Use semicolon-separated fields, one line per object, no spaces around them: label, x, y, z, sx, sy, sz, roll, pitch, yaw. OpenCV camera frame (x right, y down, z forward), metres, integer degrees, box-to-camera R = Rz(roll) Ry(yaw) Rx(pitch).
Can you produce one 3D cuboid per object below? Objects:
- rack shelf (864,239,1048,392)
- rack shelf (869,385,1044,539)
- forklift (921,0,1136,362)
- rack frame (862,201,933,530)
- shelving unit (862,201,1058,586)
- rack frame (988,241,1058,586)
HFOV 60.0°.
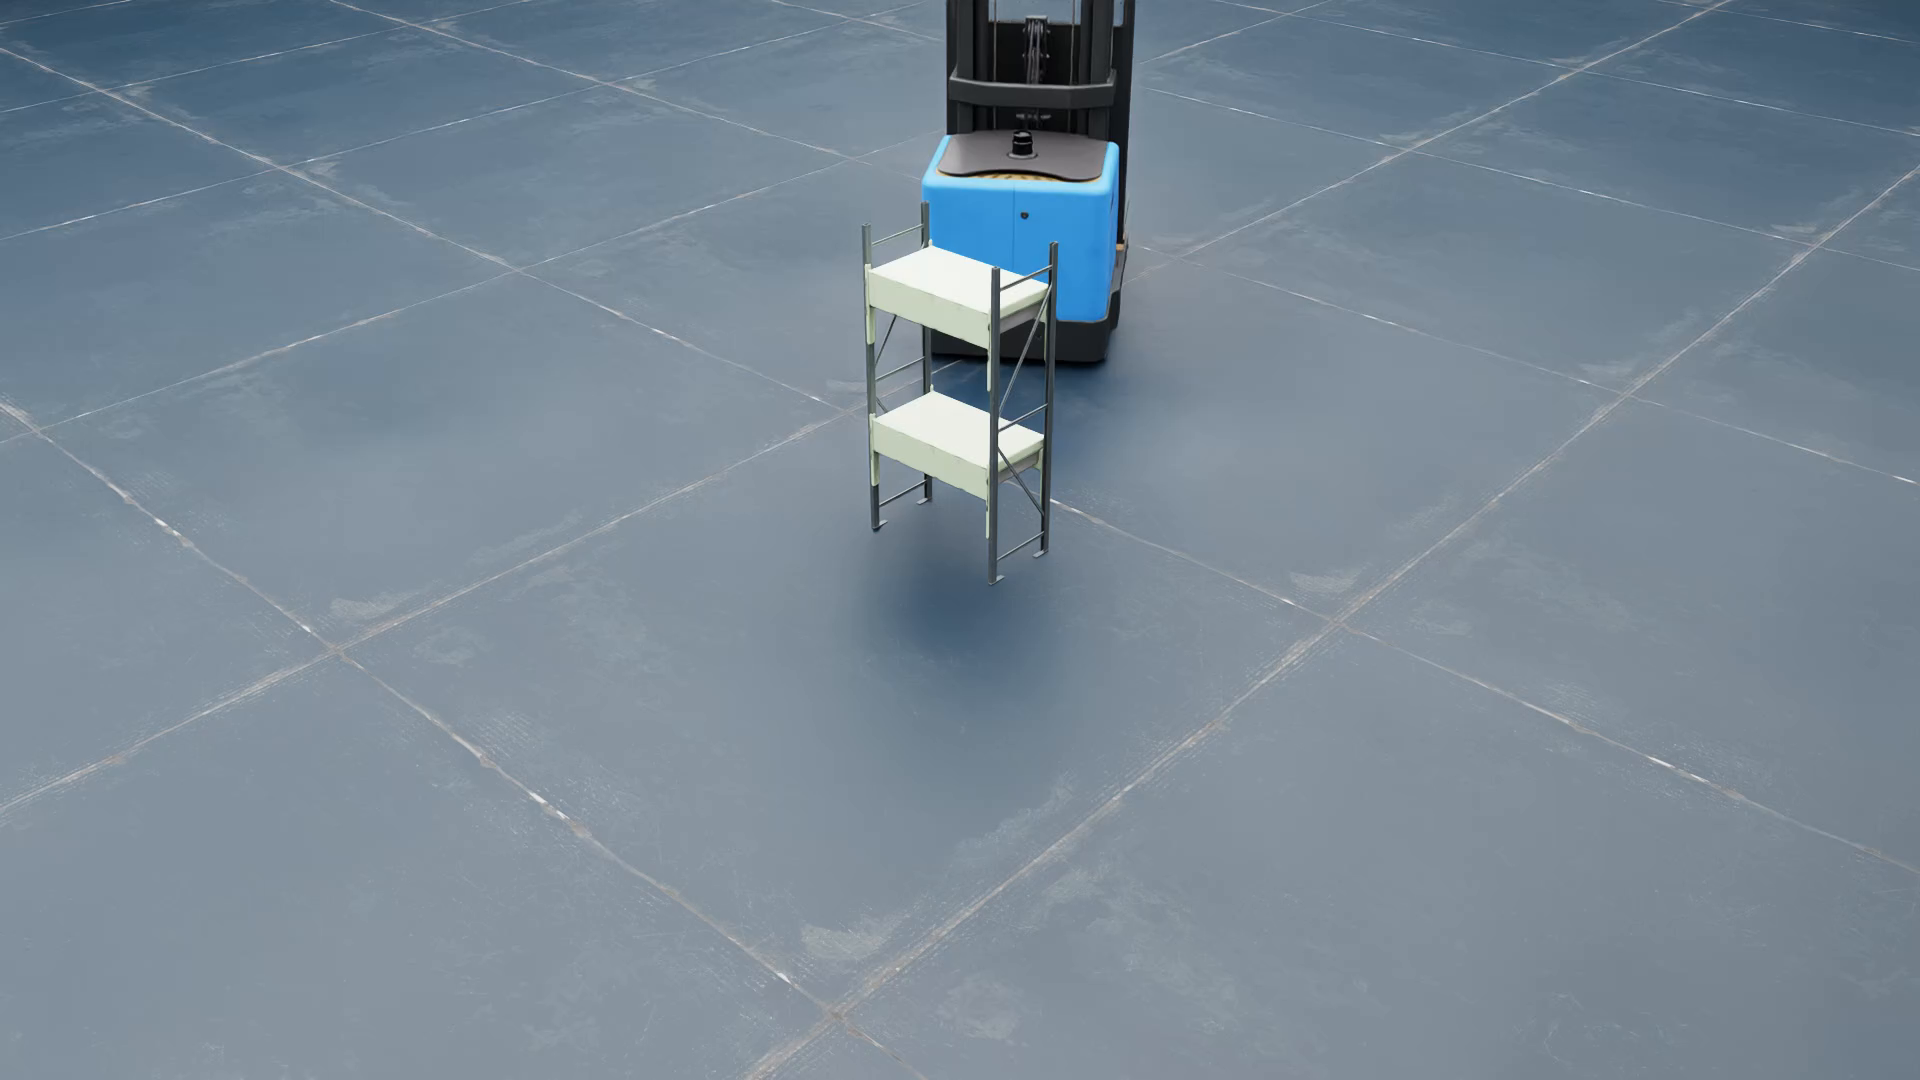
rack shelf;-0.005;-0.979;7.166;0.720;0.370;0.431;25;39;35
rack shelf;-0.005;-0.366;7.535;0.720;0.370;0.431;25;39;35
forklift;0.497;-2.989;9.873;1.130;2.935;3.031;4;31;7
rack frame;-0.276;-0.772;7.577;0.023;1.500;0.400;25;39;35
shelving unit;-0.005;-0.645;7.367;0.755;1.500;0.431;25;39;35
rack frame;0.266;-0.518;7.157;0.023;1.500;0.400;25;39;35
